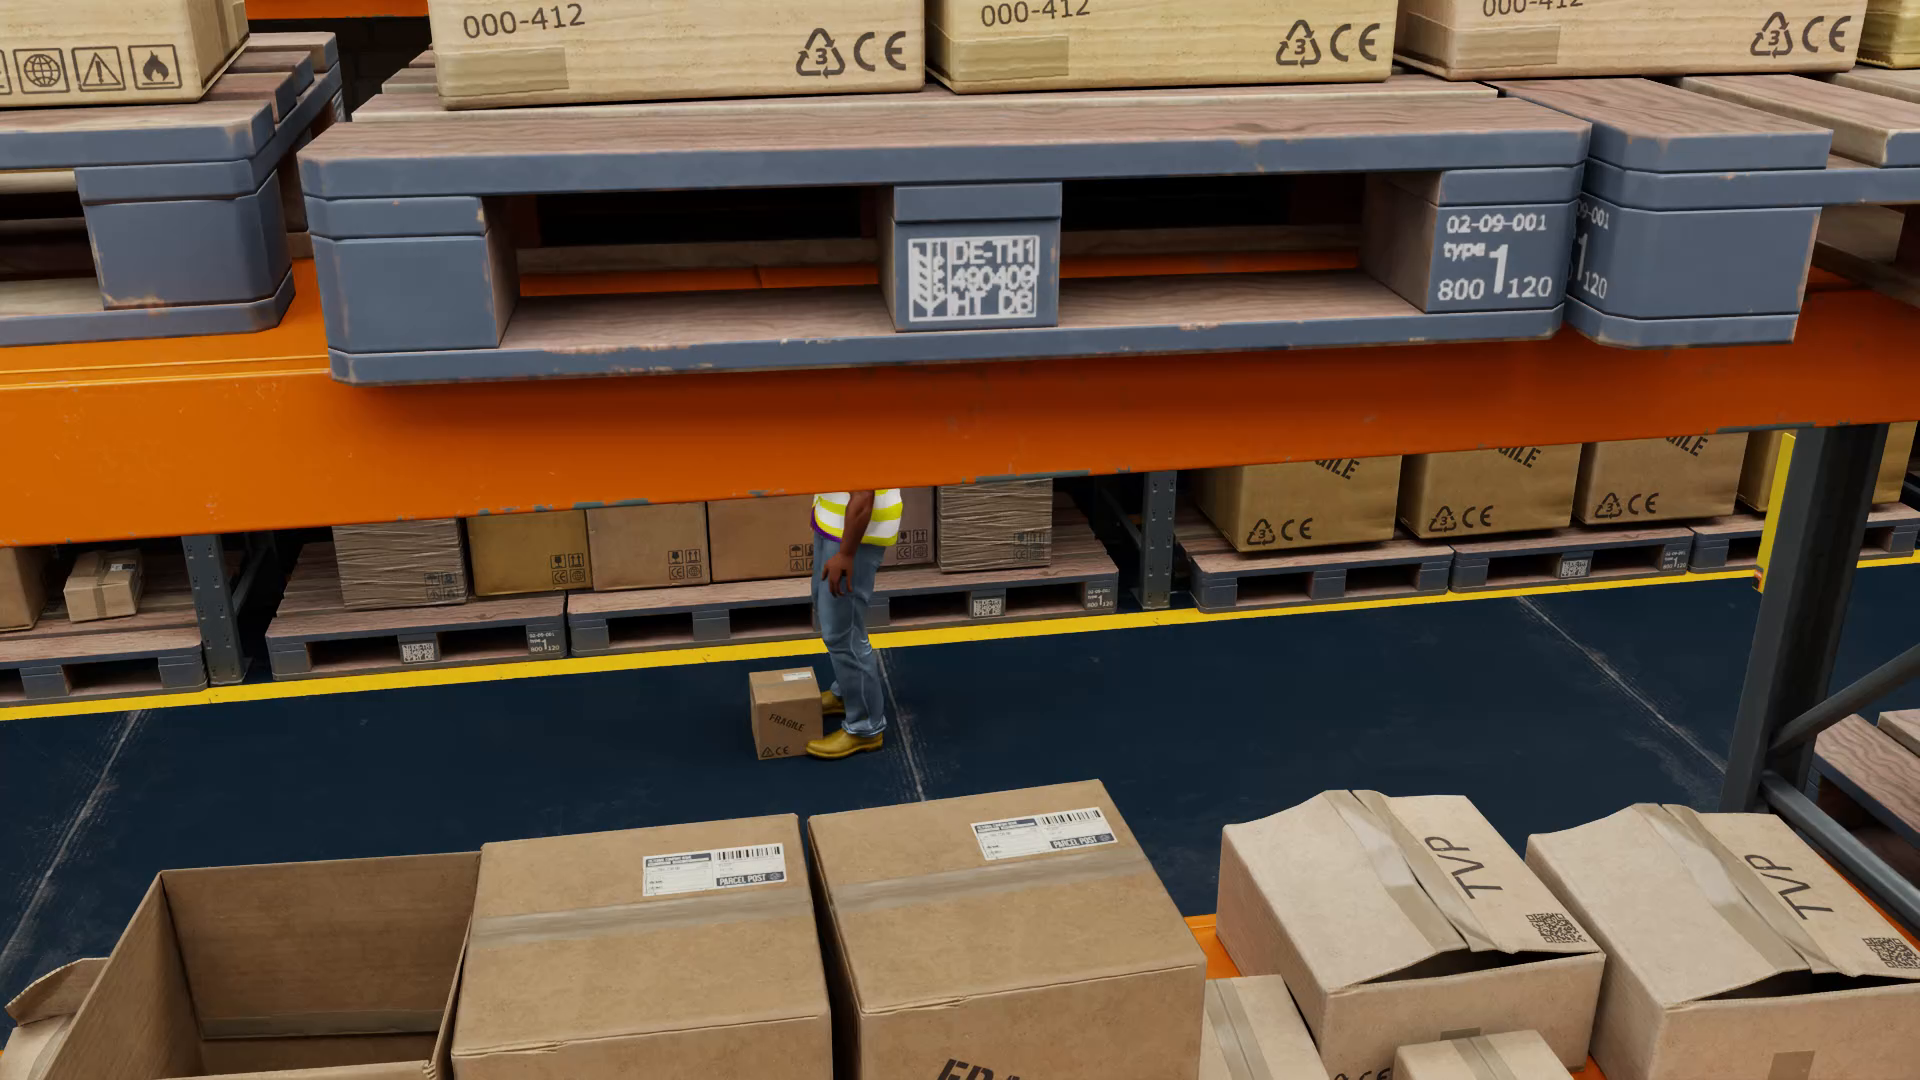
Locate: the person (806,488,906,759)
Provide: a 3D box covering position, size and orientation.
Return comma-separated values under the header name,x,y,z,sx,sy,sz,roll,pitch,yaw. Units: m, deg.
name,x,y,z,sx,sy,sz,roll,pitch,yaw
person,-0.450,-0.042,6.179,0.467,1.755,0.630,-6,24,-13
